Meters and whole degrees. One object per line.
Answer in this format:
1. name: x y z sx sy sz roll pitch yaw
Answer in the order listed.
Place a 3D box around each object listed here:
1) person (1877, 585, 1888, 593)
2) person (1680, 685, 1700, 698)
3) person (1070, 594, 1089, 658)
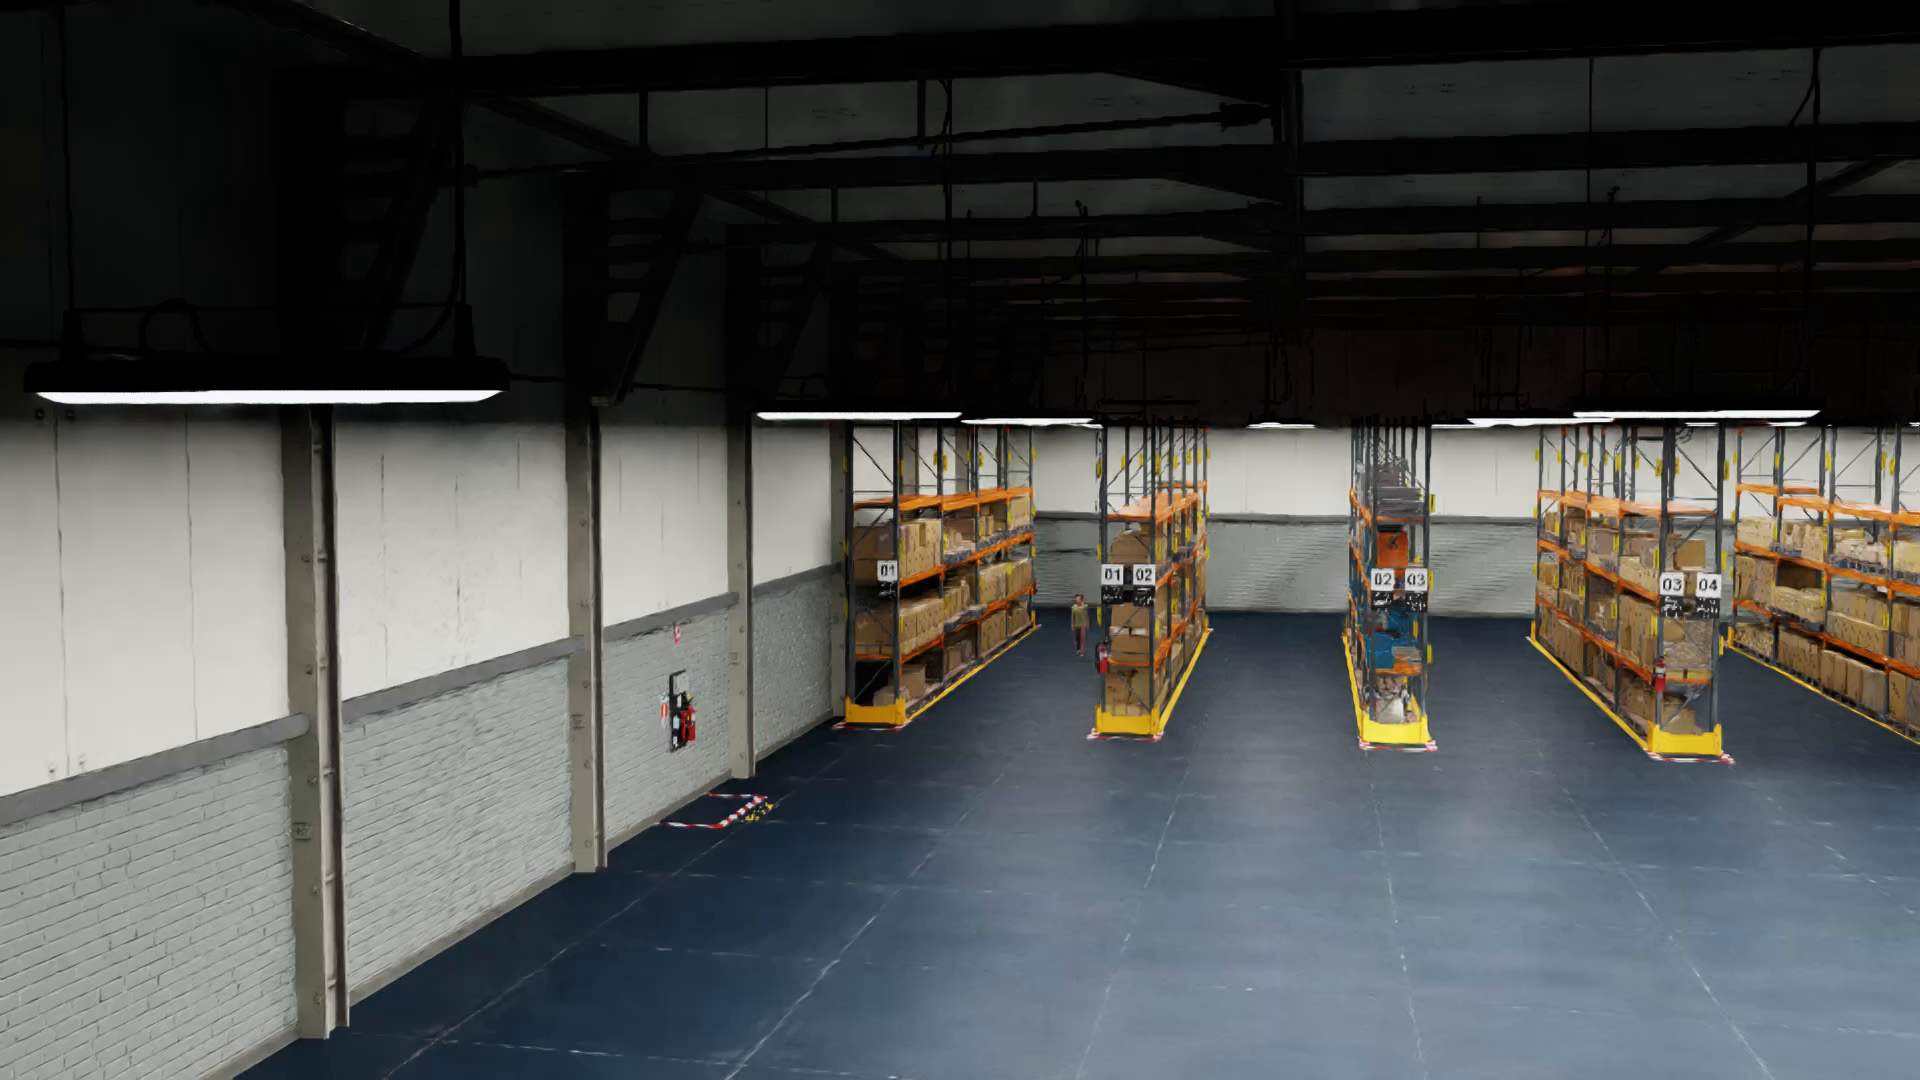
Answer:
1. person: 26.397 1.666 47.458 0.531 1.771 0.737 -2 4 -25
2. person: 15.644 2.448 35.604 0.463 1.782 0.598 -1 4 -14
3. person: 2.991 2.131 41.767 0.448 1.590 1.110 1 4 14
